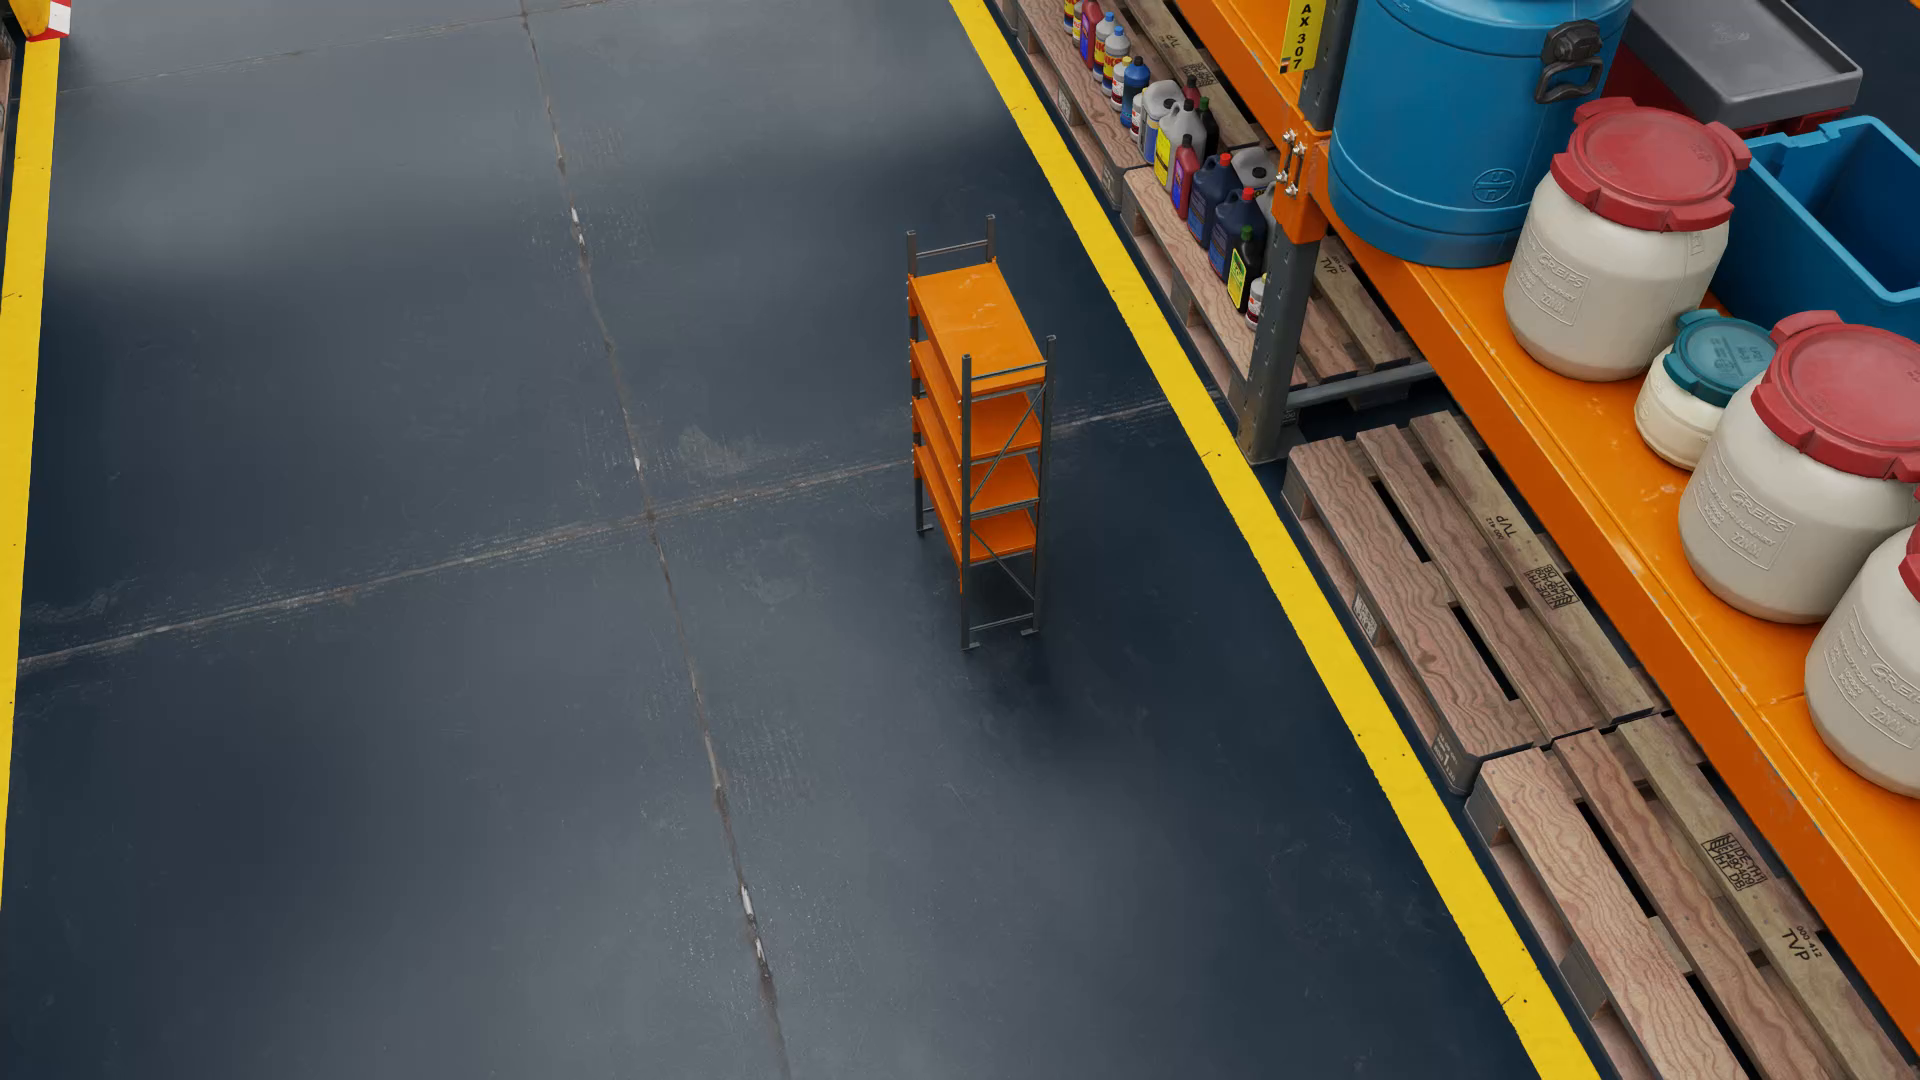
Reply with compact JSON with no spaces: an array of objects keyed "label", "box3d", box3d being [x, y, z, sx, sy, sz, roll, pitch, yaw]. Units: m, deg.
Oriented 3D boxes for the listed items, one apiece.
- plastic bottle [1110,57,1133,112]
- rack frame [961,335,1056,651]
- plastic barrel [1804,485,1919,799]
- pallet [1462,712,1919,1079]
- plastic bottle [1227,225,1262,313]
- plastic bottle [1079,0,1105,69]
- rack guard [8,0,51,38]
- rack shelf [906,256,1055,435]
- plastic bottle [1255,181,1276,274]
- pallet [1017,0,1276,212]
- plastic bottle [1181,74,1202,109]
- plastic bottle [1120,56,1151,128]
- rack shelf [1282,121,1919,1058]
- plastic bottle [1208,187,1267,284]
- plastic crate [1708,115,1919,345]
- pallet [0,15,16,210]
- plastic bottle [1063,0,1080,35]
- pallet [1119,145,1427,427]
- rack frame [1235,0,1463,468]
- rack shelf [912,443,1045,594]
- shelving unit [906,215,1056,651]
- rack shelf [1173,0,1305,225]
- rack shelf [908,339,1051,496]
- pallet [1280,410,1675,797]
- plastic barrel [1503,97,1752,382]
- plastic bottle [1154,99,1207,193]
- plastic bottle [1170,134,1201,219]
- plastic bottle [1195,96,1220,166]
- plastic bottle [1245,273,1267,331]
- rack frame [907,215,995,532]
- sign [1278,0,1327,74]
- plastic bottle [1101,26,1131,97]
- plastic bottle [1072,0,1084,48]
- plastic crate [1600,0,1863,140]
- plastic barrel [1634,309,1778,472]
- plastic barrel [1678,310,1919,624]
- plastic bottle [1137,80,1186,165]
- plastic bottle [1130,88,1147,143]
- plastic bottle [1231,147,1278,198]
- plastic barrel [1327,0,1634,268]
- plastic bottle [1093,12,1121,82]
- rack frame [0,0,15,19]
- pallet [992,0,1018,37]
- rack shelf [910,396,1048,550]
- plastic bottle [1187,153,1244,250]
[{"label":"plastic bottle","box3d":[0.625,-1.732,6.290,0.097,0.201,0.097,0,50,0]},{"label":"rack frame","box3d":[0.121,-0.088,4.539,0.240,1.200,0.015,-13,51,-11]},{"label":"plastic barrel","box3d":[1.827,0.196,3.034,0.433,0.535,0.433,0,50,0]},{"label":"pallet","box3d":[2.043,0.995,4.273,1.003,0.211,1.213,-13,51,-11]},{"label":"plastic bottle","box3d":[0.952,-0.904,5.539,0.061,0.283,0.133,-11,51,-9]},{"label":"plastic bottle","box3d":[0.514,-1.984,6.450,0.061,0.283,0.133,-13,51,-10]},{"label":"rack guard","box3d":[-4.483,-2.301,6.863,1.175,0.500,0.348,-13,51,-11]},{"label":"rack shelf","box3d":[0.049,-0.519,4.389,0.258,0.148,0.480,-13,51,-11]},{"label":"plastic bottle","box3d":[1.081,-1.087,5.649,0.144,0.351,0.185,-13,51,-11]},{"label":"pallet","box3d":[0.886,-1.855,6.675,1.003,0.211,1.213,-13,51,-11]},{"label":"plastic bottle","box3d":[0.848,-1.552,6.086,0.061,0.283,0.133,-13,51,-11]},{"label":"plastic bottle","box3d":[0.655,-1.679,6.200,0.097,0.271,0.097,0,50,0]},{"label":"rack shelf","box3d":[2.000,0.332,3.479,1.077,0.370,4.000,-13,51,-11]},{"label":"plastic bottle","box3d":[0.943,-1.054,5.621,0.144,0.351,0.185,-15,51,-12]},{"label":"plastic crate","box3d":[2.032,-0.620,3.821,0.392,0.384,0.575,-13,51,-11]},{"label":"pallet","box3d":[-4.276,-1.607,6.466,1.003,0.211,1.213,-13,51,-11]},{"label":"plastic bottle","box3d":[0.465,-2.150,6.597,0.097,0.271,0.097,0,50,0]},{"label":"pallet","box3d":[1.250,-0.962,5.923,1.003,0.211,1.213,-13,51,-11]},{"label":"rack frame","box3d":[1.409,-1.361,4.435,1.000,3.000,0.127,-13,51,-11]},{"label":"rack shelf","box3d":[0.049,-0.094,4.893,0.258,0.148,0.480,-13,51,-11]},{"label":"shelving unit","box3d":[0.049,-0.266,4.689,0.258,1.200,0.503,-13,51,-11]},{"label":"rack shelf","box3d":[0.818,-2.590,5.942,1.077,0.370,4.000,-13,51,-11]},{"label":"rack shelf","box3d":[0.049,-0.367,4.570,0.258,0.148,0.480,-13,51,-11]},{"label":"pallet","box3d":[1.678,0.103,5.025,1.003,0.211,1.213,-13,51,-11]},{"label":"plastic barrel","box3d":[1.482,-0.656,3.752,0.433,0.535,0.433,0,50,0]},{"label":"plastic bottle","box3d":[0.791,-1.430,5.938,0.144,0.351,0.185,-14,51,-11]},{"label":"plastic bottle","box3d":[0.798,-1.282,5.858,0.061,0.283,0.133,-10,51,-9]},{"label":"plastic bottle","box3d":[0.881,-1.450,6.000,0.061,0.283,0.133,-13,51,-11]},{"label":"plastic bottle","box3d":[1.004,-0.795,5.501,0.097,0.201,0.097,0,50,0]},{"label":"rack frame","box3d":[-0.023,-0.444,4.840,0.240,1.200,0.015,-13,51,-11]},{"label":"sign","box3d":[0.880,-1.334,4.231,0.100,0.325,0.005,-13,51,-11]},{"label":"plastic bottle","box3d":[0.596,-1.827,6.325,0.097,0.271,0.097,0,50,0]},{"label":"plastic bottle","box3d":[0.495,-2.052,6.560,0.097,0.201,0.097,0,50,0]},{"label":"plastic crate","box3d":[1.844,-1.097,4.171,0.402,0.464,0.583,-13,51,-11]},{"label":"plastic barrel","box3d":[1.654,-0.315,3.644,0.301,0.262,0.301,0,50,0]},{"label":"plastic barrel","box3d":[1.699,-0.120,3.301,0.433,0.535,0.433,0,50,0]},{"label":"plastic bottle","box3d":[0.747,-1.526,6.068,0.152,0.276,0.135,-12,51,-10]},{"label":"plastic bottle","box3d":[0.686,-1.582,6.164,0.097,0.201,0.097,0,50,0]},{"label":"plastic bottle","box3d":[1.021,-1.222,5.812,0.152,0.276,0.135,-13,51,-11]},{"label":"plastic barrel","box3d":[1.234,-1.172,3.948,0.600,0.901,0.708,-13,51,-11]},{"label":"plastic bottle","box3d":[0.566,-1.900,6.386,0.097,0.271,0.097,0,50,0]},{"label":"rack frame","box3d":[-4.505,-3.162,5.954,1.000,3.000,0.127,-13,51,-11]},{"label":"pallet","box3d":[0.529,-2.744,7.425,1.003,0.211,1.213,-13,51,-11]},{"label":"rack shelf","box3d":[0.049,-0.222,4.741,0.258,0.148,0.480,-13,51,-11]},{"label":"plastic bottle","box3d":[0.886,-1.194,5.740,0.144,0.351,0.185,-16,52,-13]}]
